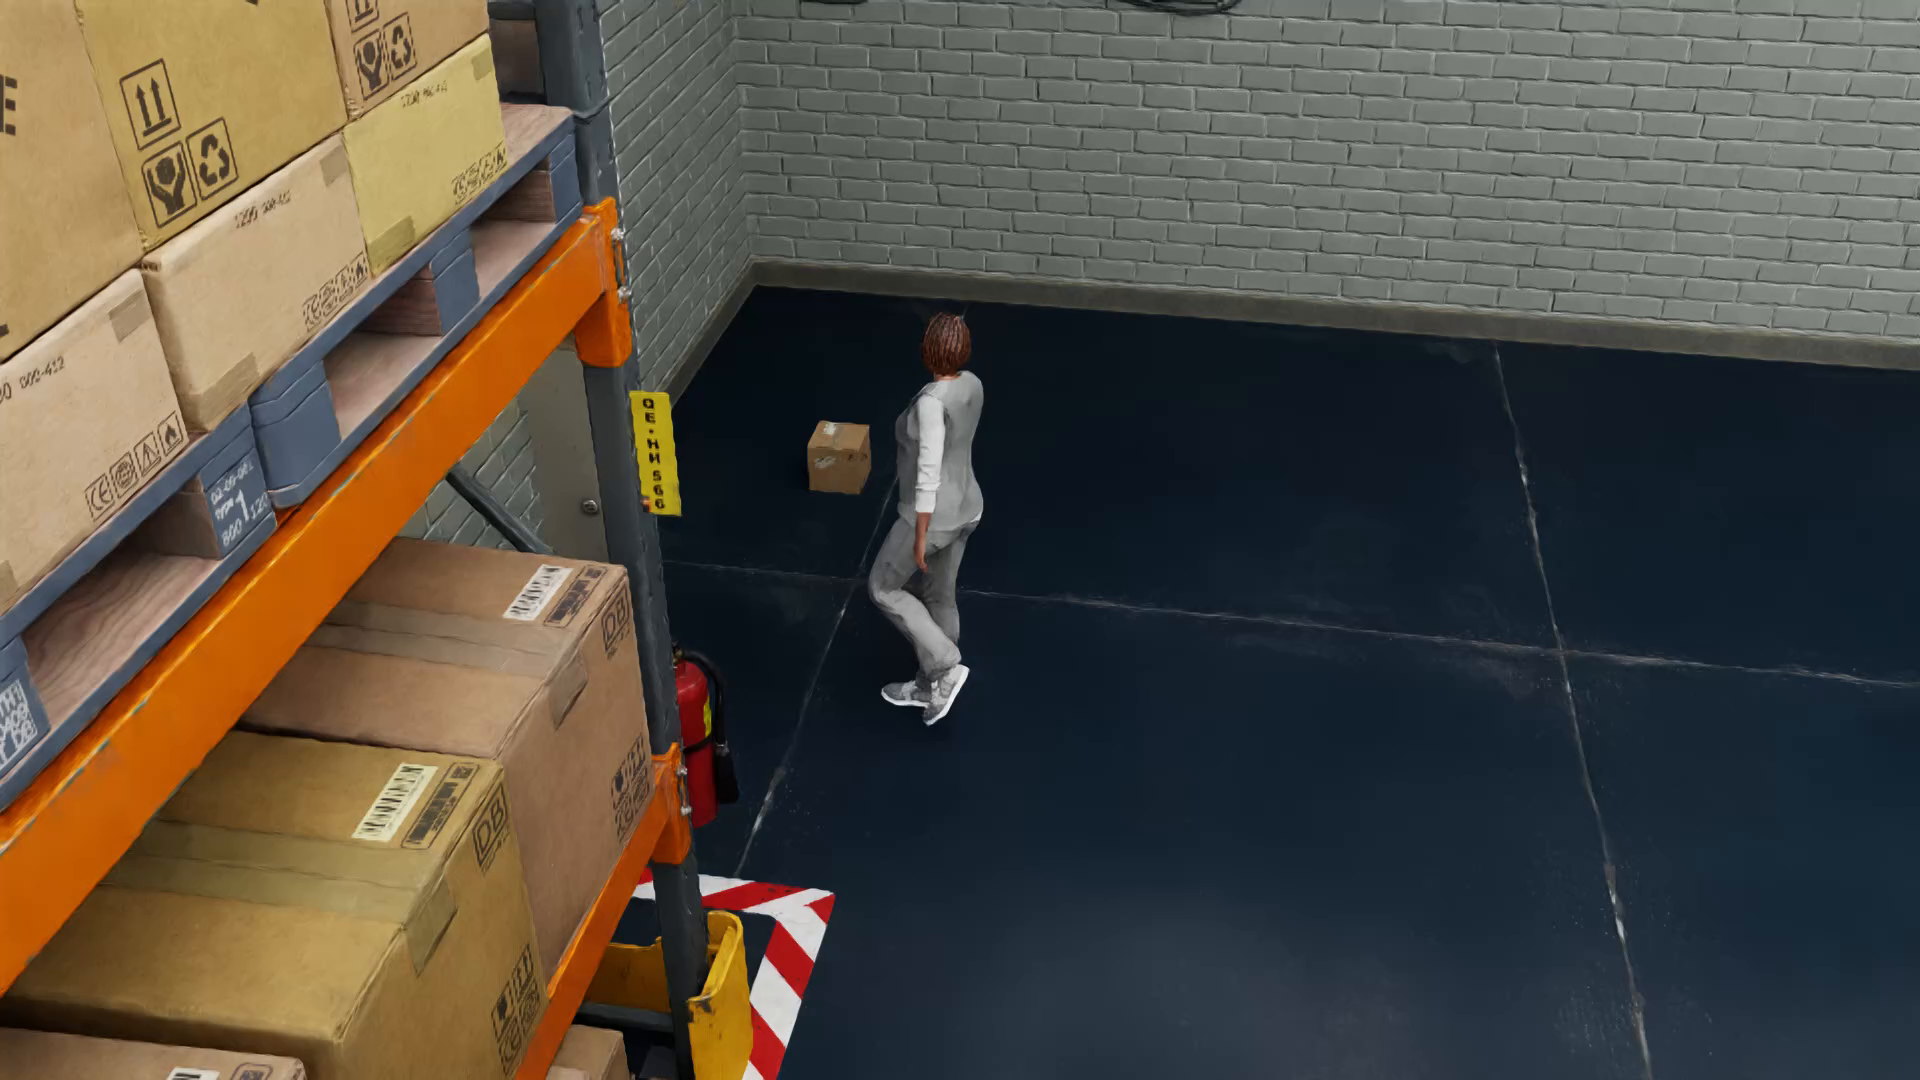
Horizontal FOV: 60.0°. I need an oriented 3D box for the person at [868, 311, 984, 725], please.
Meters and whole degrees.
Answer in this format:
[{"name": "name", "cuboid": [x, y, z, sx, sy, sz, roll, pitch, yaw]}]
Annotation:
[{"name": "person", "cuboid": [-0.091, -0.050, 6.232, 0.450, 1.551, 0.613, 16, 36, 23]}]
